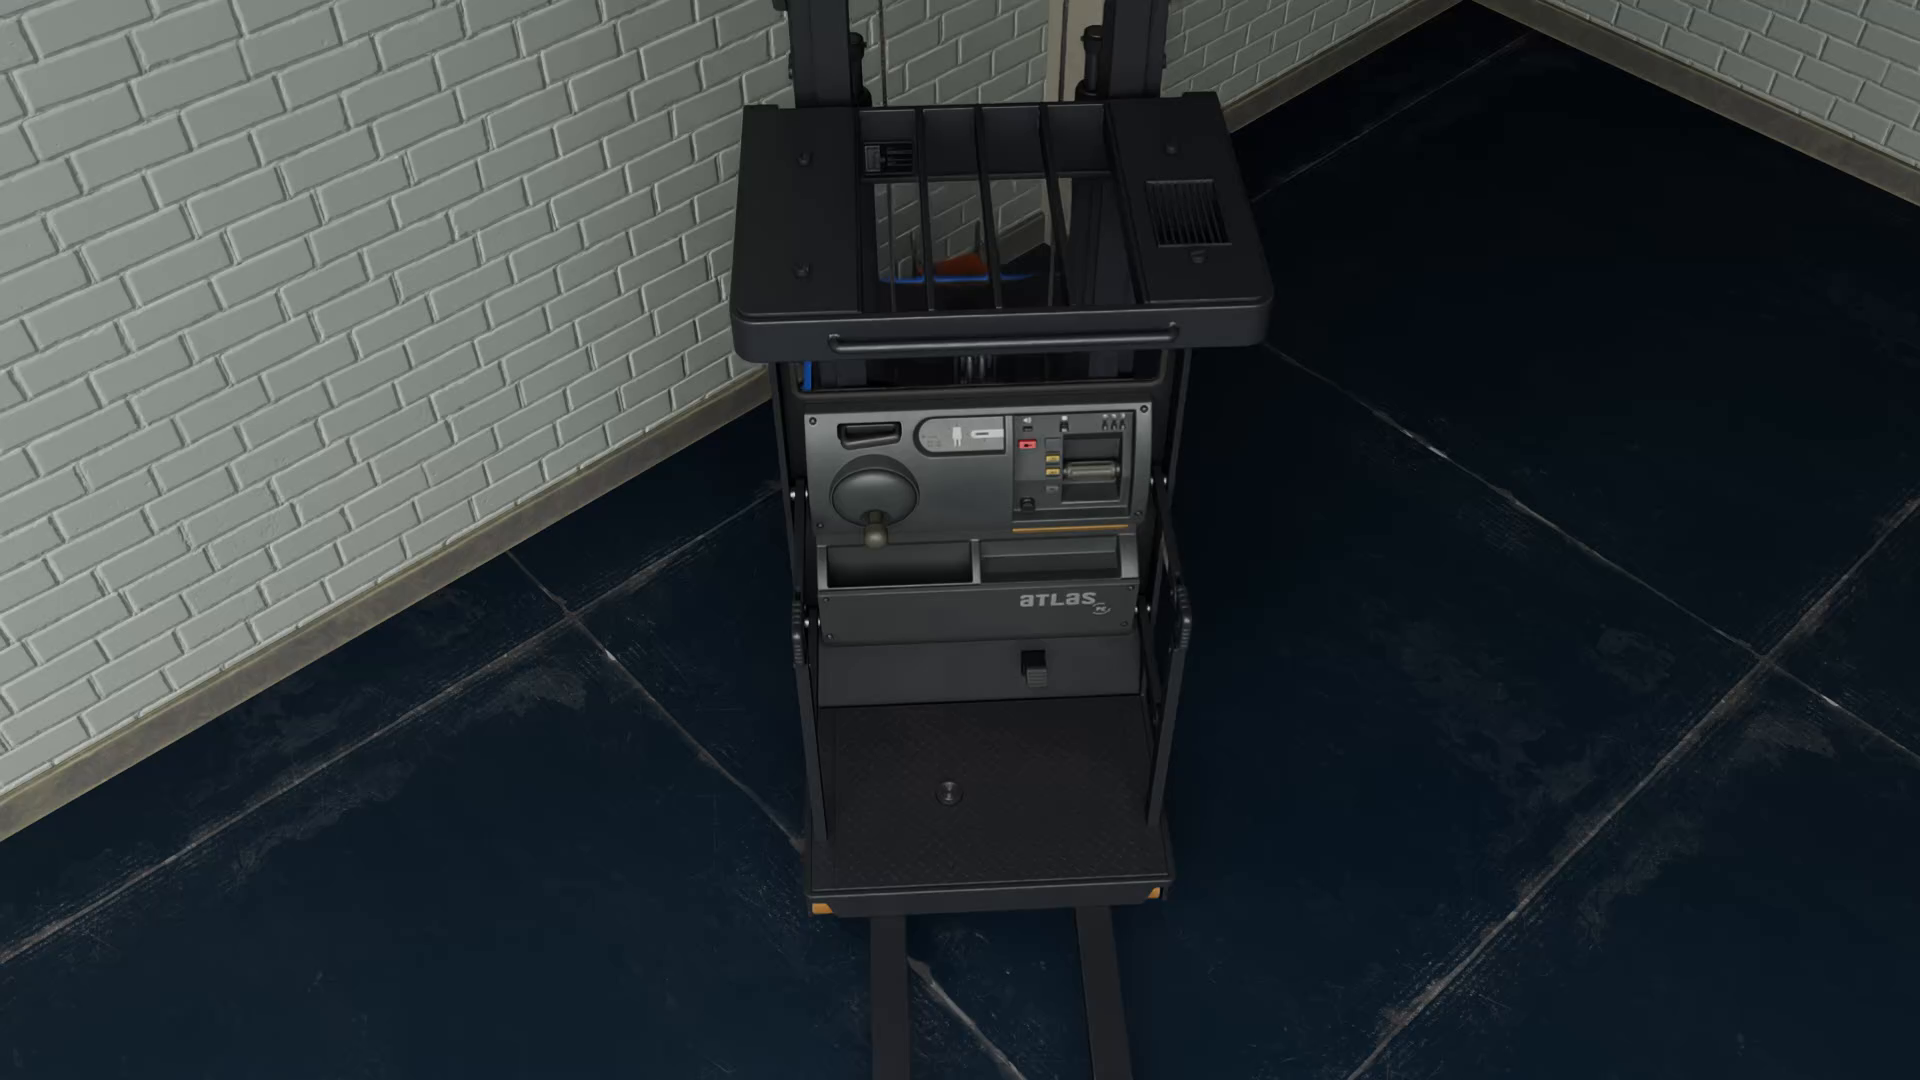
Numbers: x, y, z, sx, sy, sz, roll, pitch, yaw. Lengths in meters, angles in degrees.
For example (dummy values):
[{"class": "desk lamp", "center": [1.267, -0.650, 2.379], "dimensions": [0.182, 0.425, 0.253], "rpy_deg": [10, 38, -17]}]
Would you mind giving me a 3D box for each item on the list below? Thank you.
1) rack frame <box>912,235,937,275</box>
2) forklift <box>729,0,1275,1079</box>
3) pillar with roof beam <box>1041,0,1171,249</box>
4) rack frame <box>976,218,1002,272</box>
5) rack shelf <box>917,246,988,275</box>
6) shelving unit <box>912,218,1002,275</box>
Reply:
[{"class": "rack frame", "center": [-0.123, -0.641, 6.127], "dimensions": [0.008, 1.050, 0.200], "rpy_deg": [-18, 50, -16]}, {"class": "forklift", "center": [0.065, -0.088, 4.337], "dimensions": [1.130, 2.935, 3.031], "rpy_deg": [-2, 47, -2]}, {"class": "pillar with roof beam", "center": [3.500, -2.092, 2.057], "dimensions": [0.400, 9.000, 9.100], "rpy_deg": [-34, 56, -27]}, {"class": "rack frame", "center": [0.100, -0.713, 6.194], "dimensions": [0.008, 1.050, 0.200], "rpy_deg": [-18, 50, -16]}, {"class": "rack shelf", "center": [-0.011, -0.862, 5.960], "dimensions": [0.240, 0.259, 0.215], "rpy_deg": [-18, 50, -16]}, {"class": "shelving unit", "center": [-0.011, -0.677, 6.160], "dimensions": [0.252, 1.050, 0.215], "rpy_deg": [-18, 50, -16]}]
